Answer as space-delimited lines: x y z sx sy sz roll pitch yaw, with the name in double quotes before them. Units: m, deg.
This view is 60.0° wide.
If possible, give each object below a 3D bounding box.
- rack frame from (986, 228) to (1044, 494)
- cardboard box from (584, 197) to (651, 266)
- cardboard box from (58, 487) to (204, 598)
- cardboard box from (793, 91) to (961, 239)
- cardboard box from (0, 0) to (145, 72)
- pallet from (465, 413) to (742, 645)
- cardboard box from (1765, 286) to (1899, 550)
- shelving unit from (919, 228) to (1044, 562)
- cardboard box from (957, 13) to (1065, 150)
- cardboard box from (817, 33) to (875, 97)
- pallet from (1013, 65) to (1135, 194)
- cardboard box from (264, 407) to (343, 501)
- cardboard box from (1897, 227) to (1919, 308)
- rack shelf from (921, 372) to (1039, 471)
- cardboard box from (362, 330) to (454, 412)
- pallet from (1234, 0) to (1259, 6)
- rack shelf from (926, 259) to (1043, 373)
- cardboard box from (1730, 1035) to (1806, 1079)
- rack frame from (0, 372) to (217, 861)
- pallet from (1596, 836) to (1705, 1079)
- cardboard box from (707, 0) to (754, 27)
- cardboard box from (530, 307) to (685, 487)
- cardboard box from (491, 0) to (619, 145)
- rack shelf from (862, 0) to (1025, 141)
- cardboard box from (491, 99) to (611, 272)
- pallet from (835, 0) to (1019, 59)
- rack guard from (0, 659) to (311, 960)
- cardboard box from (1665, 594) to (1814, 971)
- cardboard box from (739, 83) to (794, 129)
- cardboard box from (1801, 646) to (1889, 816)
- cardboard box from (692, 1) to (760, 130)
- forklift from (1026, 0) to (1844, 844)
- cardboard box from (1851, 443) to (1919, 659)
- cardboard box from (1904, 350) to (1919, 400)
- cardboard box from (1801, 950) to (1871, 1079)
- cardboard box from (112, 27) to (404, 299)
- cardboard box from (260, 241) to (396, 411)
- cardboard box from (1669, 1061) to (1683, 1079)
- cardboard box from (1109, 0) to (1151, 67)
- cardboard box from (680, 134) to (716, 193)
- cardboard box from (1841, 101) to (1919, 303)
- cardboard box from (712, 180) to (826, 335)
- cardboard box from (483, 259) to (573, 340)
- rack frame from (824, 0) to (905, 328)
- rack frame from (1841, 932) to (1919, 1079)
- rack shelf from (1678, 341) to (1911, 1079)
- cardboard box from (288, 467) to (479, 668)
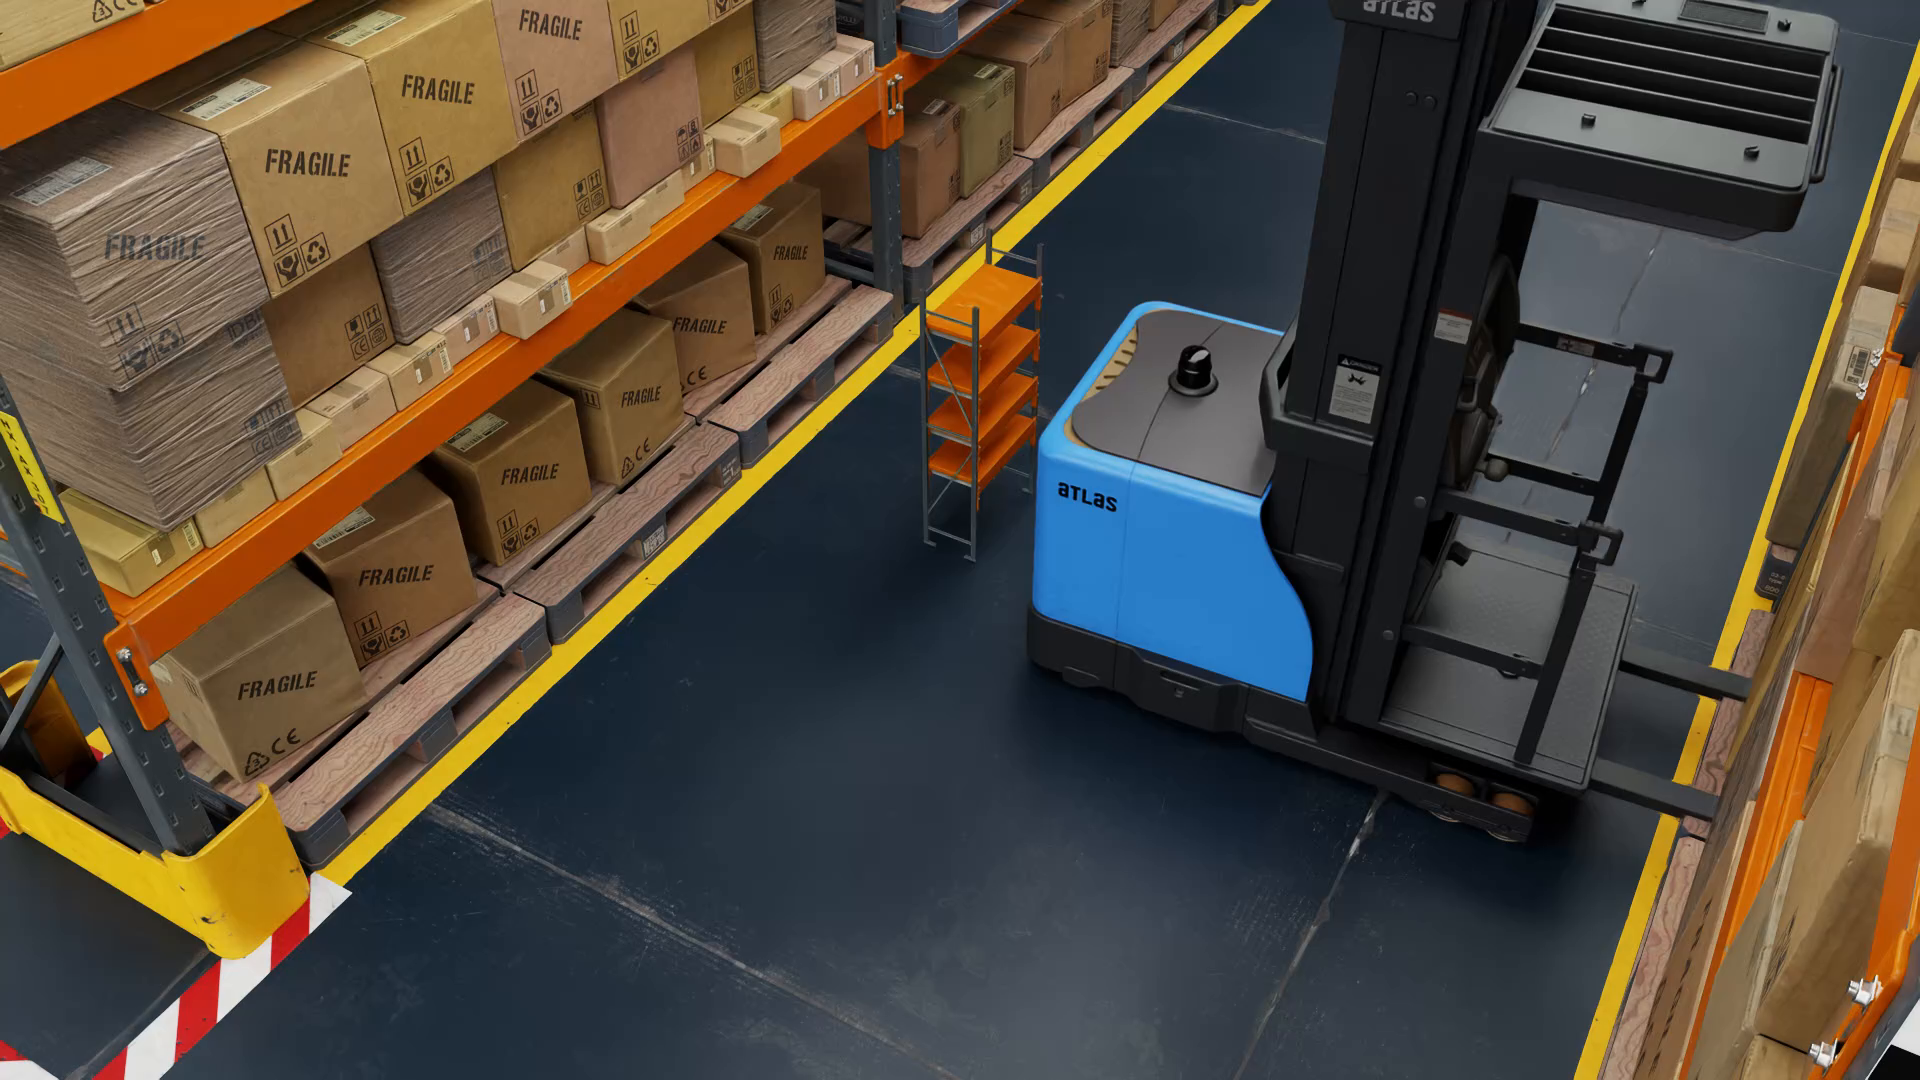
"rack frame" 0.205 -0.685 6.620 0.240 1.200 0.015 21 45 22
"cardboard box" -1.345 -1.154 5.981 0.380 0.149 0.250 21 45 22
"cardboard box" -2.381 -0.023 4.697 0.380 0.149 0.250 21 45 22
"cardboard box" -0.403 -1.893 8.189 0.700 0.500 0.500 18 44 19
"cardboard box" -2.265 -1.293 3.792 0.500 0.250 0.500 22 46 23
"pallet" -1.644 -0.179 6.793 1.003 0.211 1.213 21 45 22
"cardboard box" 3.748 -0.322 6.231 1.050 0.750 0.750 21 45 22
"shelving unit" 0.083 -0.545 6.461 0.258 1.200 0.503 21 45 22
"cardboard box" 0.132 -2.480 8.855 0.700 0.500 0.500 17 44 19
"cardboard box" -0.582 -2.008 6.950 0.380 0.149 0.250 21 45 22
"pallet" 0.269 -2.422 9.341 1.003 0.211 1.213 21 45 22
"cardboard box" -2.101 -0.298 5.009 0.380 0.149 0.250 21 45 22
"cardboard box" 3.545 -1.049 5.595 0.500 0.500 0.500 21 45 22
"rack shelf" 0.083 -0.495 6.505 0.258 0.148 0.480 21 45 22
"cardboard box" -1.863 -0.589 5.339 0.380 0.149 0.250 21 45 22
"pallet" 1.733 -3.991 11.122 1.003 0.211 1.213 21 45 22
"rack shelf" 0.083 -0.840 6.201 0.258 0.148 0.480 21 45 22
"cardboard box" 1.660 1.381 2.798 0.875 0.550 0.550 21 45 22
"rack frame" -2.730 -0.033 4.518 1.000 3.000 0.127 21 45 22
"pallet" 2.457 1.533 4.850 1.003 0.211 1.213 21 45 22
"cardboard box" -0.965 -2.212 5.934 0.500 0.500 0.500 21 45 22
"cardboard box" -1.486 -0.615 6.752 0.500 0.500 0.500 17 44 18
"cardboard box" -1.469 -1.641 5.286 0.500 0.500 0.500 21 45 22
"rack shelf" 0.272 -3.197 8.655 1.077 0.370 4.000 21 45 22
"cardboard box" -1.737 -1.368 5.733 0.875 0.500 0.500 21 45 22
"pallet" -0.220 -2.639 7.623 1.003 0.211 1.213 21 45 22
"rack guard" -2.692 0.861 5.394 1.175 0.500 0.348 21 45 22
"cardboard box" 2.692 0.870 4.783 0.875 0.875 0.875 21 46 22
"cardboard box" -0.892 -1.745 6.652 0.380 0.149 0.250 21 45 22
"cardboard box" 2.535 0.463 3.841 0.875 0.550 0.500 21 45 22
"cardboard box" -1.288 -1.960 6.405 0.875 0.500 0.500 21 45 22
"forklift" 1.803 -0.489 5.088 3.031 2.935 1.130 18 44 19
"cardboard box" 2.478 0.037 3.508 0.875 0.550 0.500 21 45 22
"cardboard box" 3.341 -0.465 4.895 0.875 0.550 0.550 21 45 22
"cardboard box" 1.733 1.004 2.410 0.875 0.550 0.550 21 45 22
"cardboard box" -1.963 -1.066 4.634 0.500 0.500 0.500 21 45 22
"cardboard box" -2.285 -0.814 5.104 0.875 0.500 0.500 21 45 22
"cardboard box" 1.796 1.895 3.619 0.875 0.875 0.875 21 46 22
"cardboard box" 0.689 -3.126 9.589 0.700 0.500 0.500 17 44 19
"cardboard box" -1.160 -1.465 6.334 0.380 0.149 0.250 21 45 22
"cardboard box" 4.700 -1.406 7.462 1.050 0.750 0.750 22 46 23
"cardboard box" -0.963 -1.326 7.560 0.500 0.500 0.500 20 45 21
"cardboard box" -1.547 -0.850 5.635 0.380 0.149 0.250 21 45 22
"rack frame" -0.729 -2.322 7.117 1.000 3.000 0.127 21 45 22
"rack frame" 1.511 1.664 2.591 0.949 2.616 0.053 21 45 22
"rack shelf" 2.514 0.790 4.127 1.077 0.370 4.000 21 45 22
"cardboard box" -2.134 0.042 6.006 0.500 0.500 0.500 -33 51 -32
